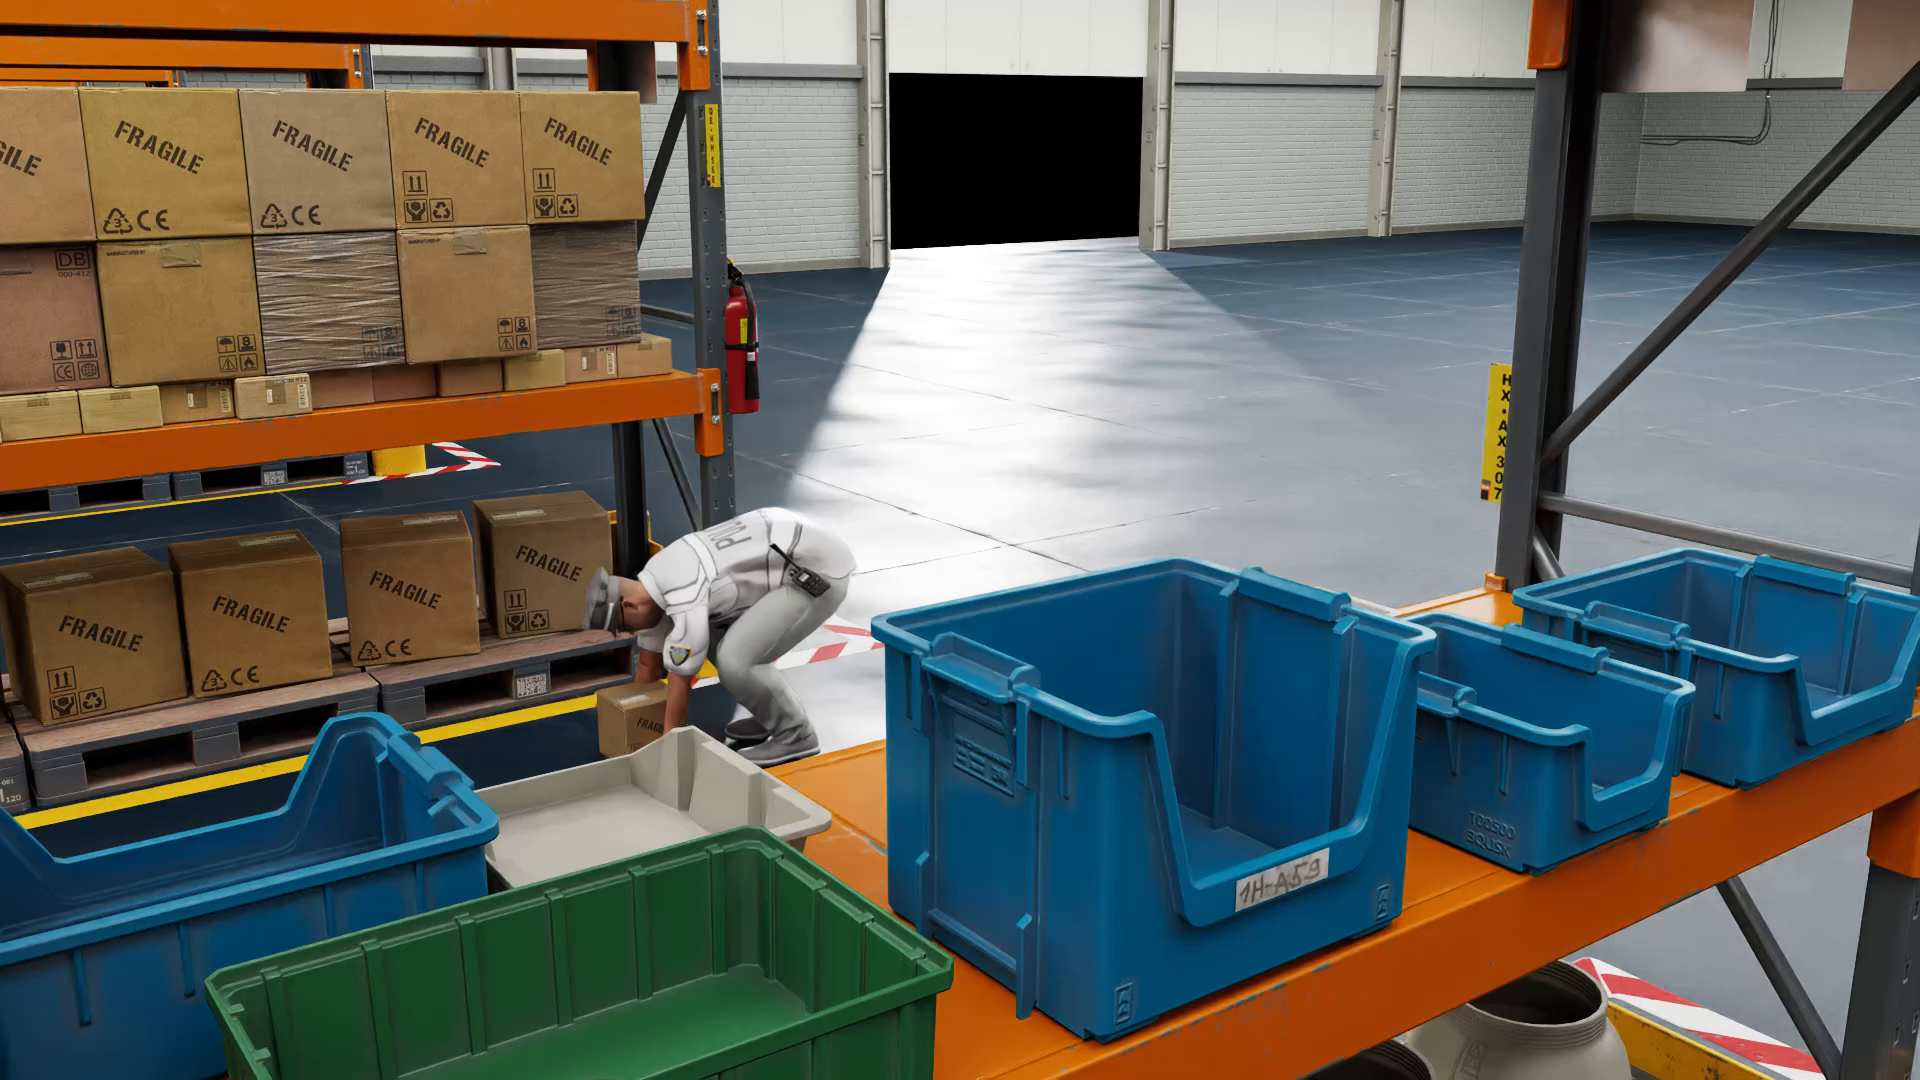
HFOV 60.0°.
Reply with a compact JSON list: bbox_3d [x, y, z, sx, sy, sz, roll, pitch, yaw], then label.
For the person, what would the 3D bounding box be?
[{"bbox_3d":[-0.897,0.368,6.236,1.023,0.928,0.544,-5,15,-17],"label":"person"}]
